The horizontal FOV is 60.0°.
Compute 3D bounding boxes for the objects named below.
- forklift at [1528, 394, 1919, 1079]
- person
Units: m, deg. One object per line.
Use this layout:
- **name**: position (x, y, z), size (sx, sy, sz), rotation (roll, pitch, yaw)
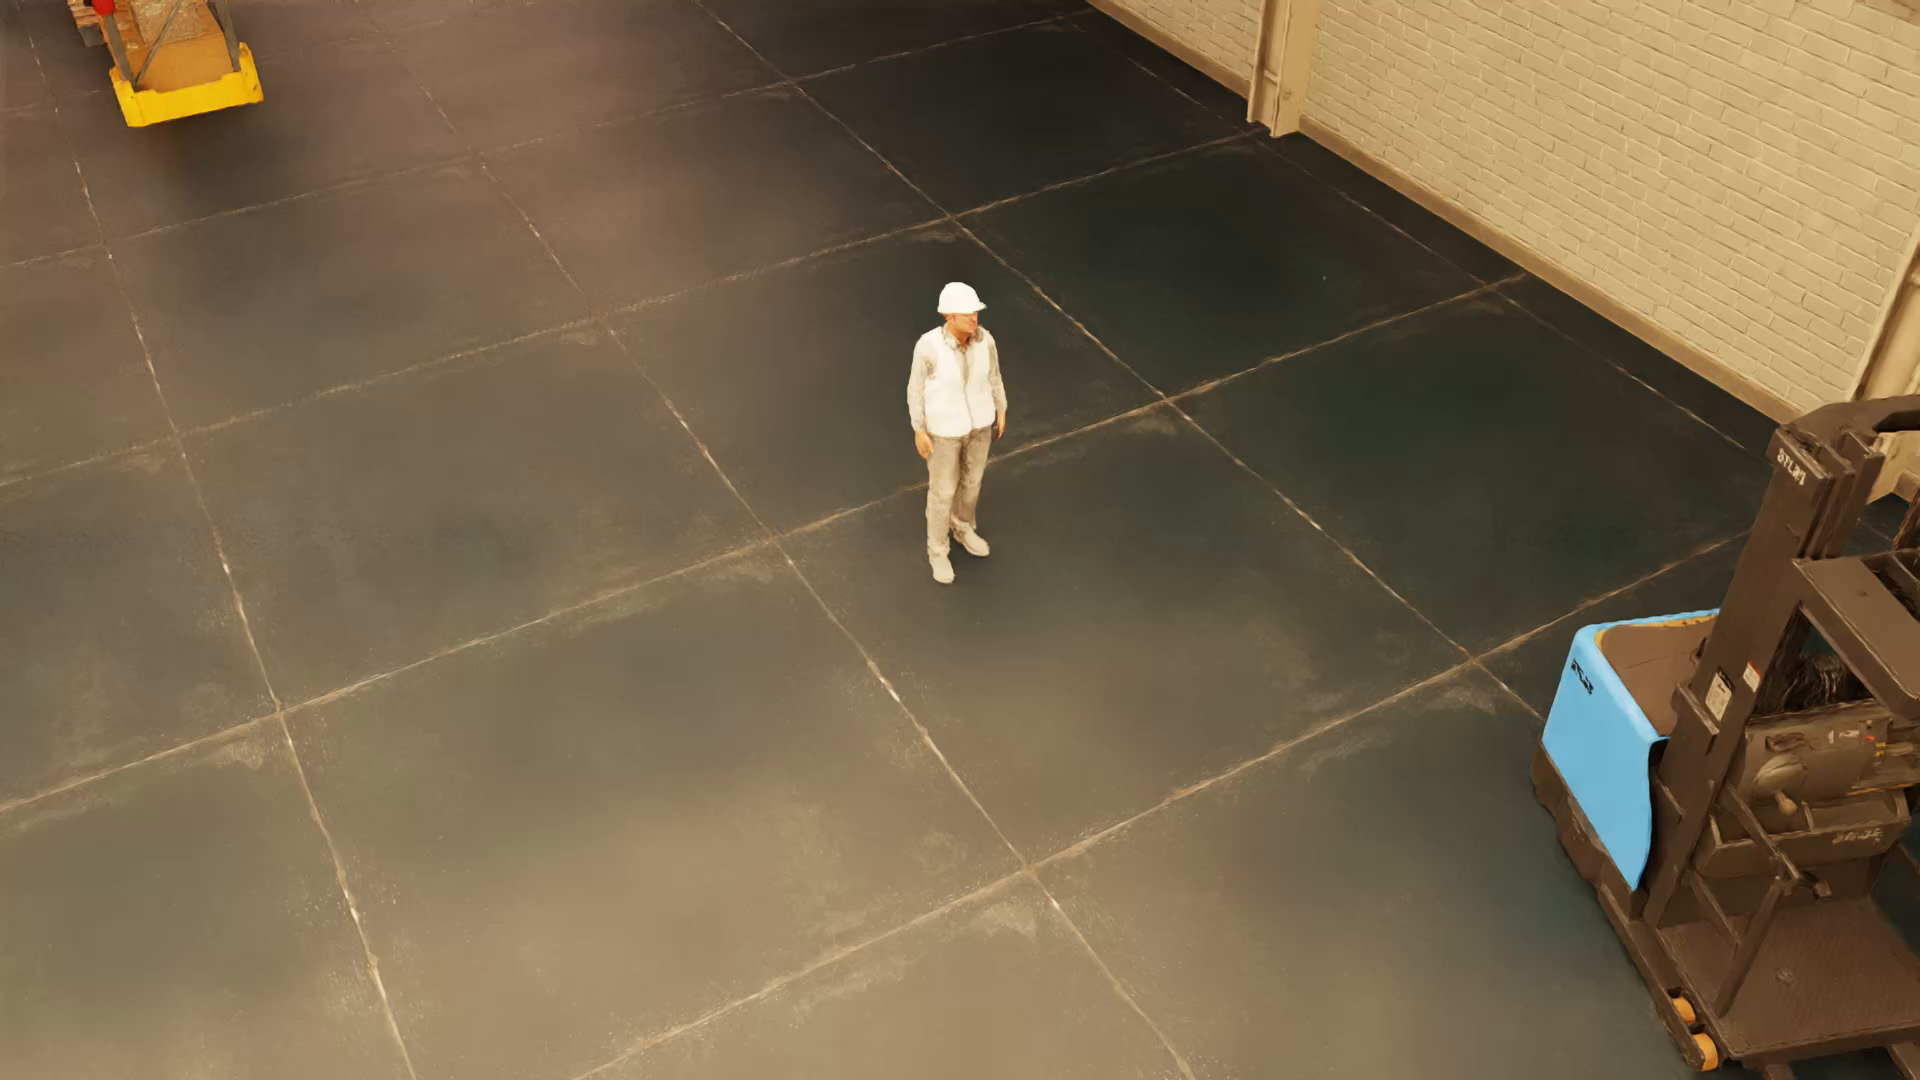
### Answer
- **forklift**: position (3.757, 0.993, 6.839), size (1.130, 2.935, 3.031), rotation (-7, 40, -8)
- **person**: position (0.024, -0.651, 9.716), size (0.632, 1.773, 0.567), rotation (-20, 44, -23)
